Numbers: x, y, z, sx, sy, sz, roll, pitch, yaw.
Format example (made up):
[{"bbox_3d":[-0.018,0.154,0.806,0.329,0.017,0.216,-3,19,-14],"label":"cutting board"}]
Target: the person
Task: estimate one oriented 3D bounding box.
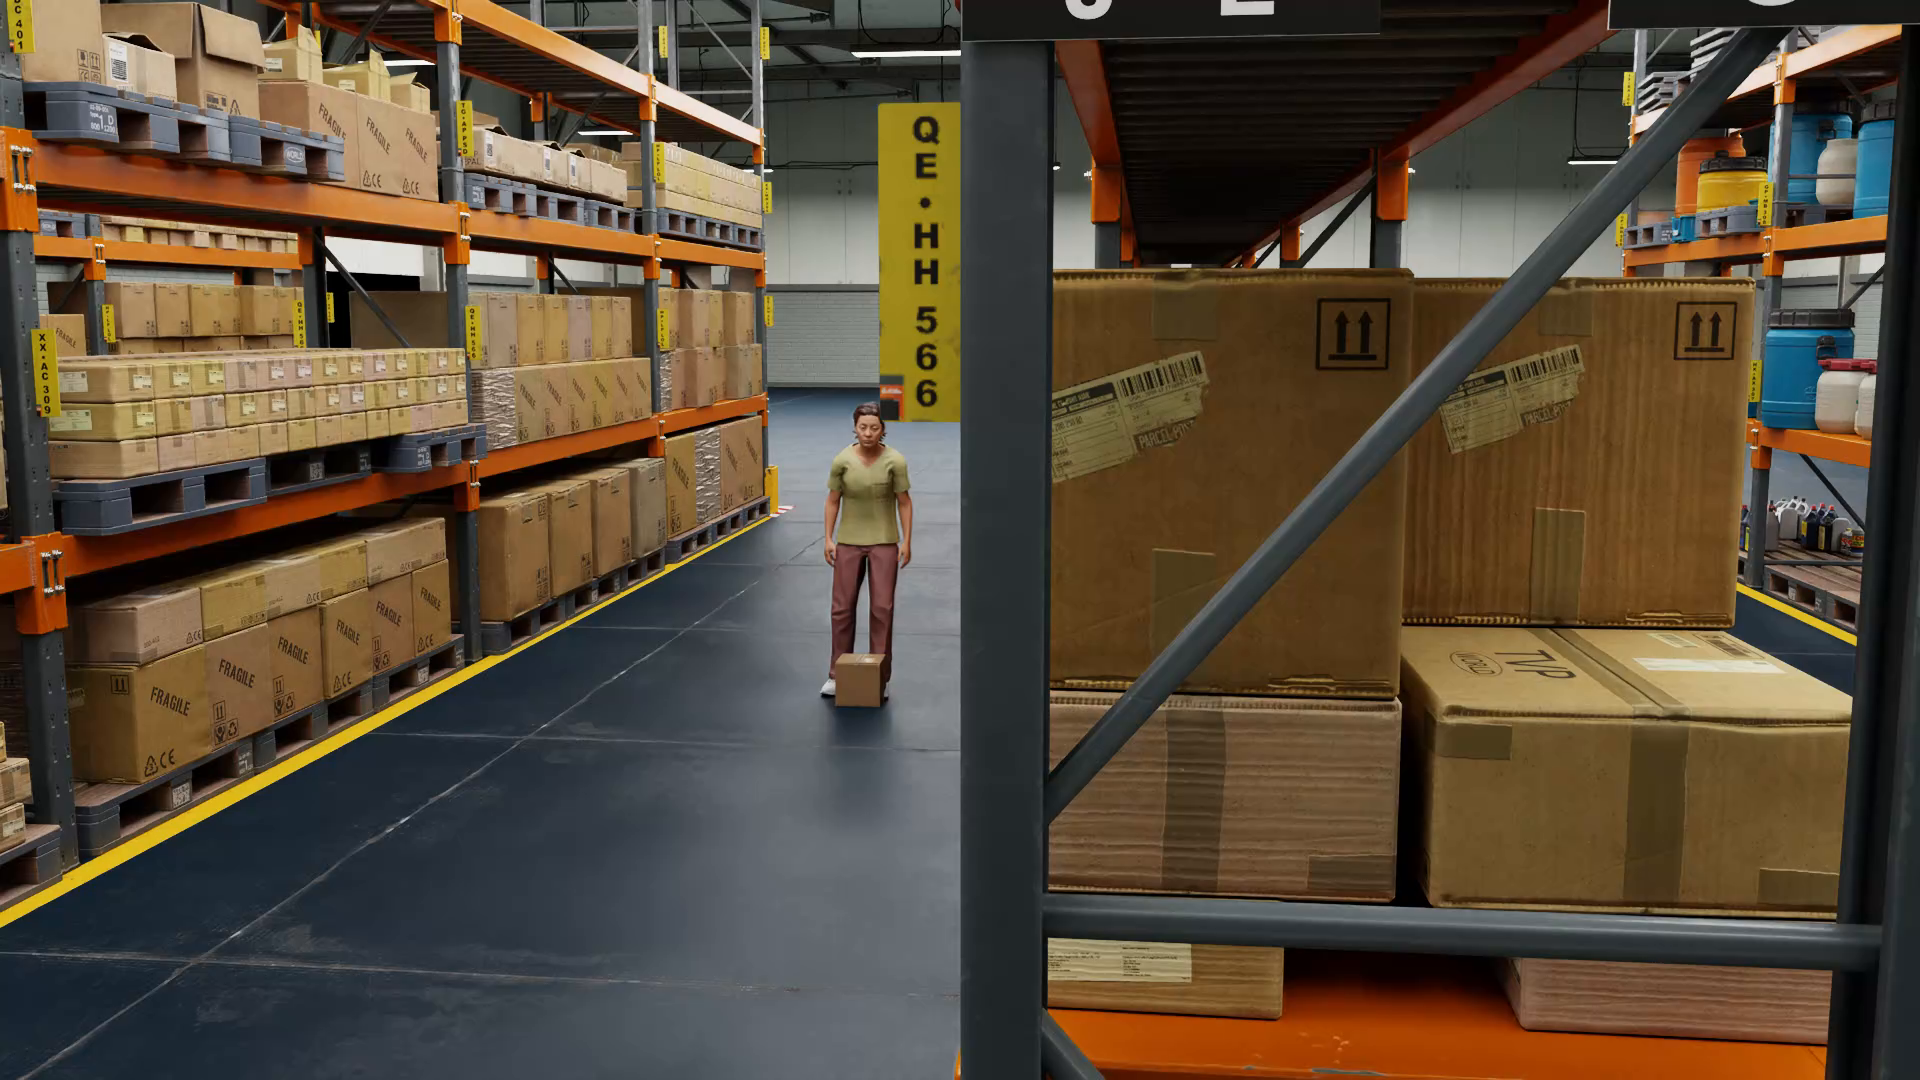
[{"bbox_3d":[-0.532,0.051,9.432,0.519,1.671,0.417,0,8,3],"label":"person"}]
